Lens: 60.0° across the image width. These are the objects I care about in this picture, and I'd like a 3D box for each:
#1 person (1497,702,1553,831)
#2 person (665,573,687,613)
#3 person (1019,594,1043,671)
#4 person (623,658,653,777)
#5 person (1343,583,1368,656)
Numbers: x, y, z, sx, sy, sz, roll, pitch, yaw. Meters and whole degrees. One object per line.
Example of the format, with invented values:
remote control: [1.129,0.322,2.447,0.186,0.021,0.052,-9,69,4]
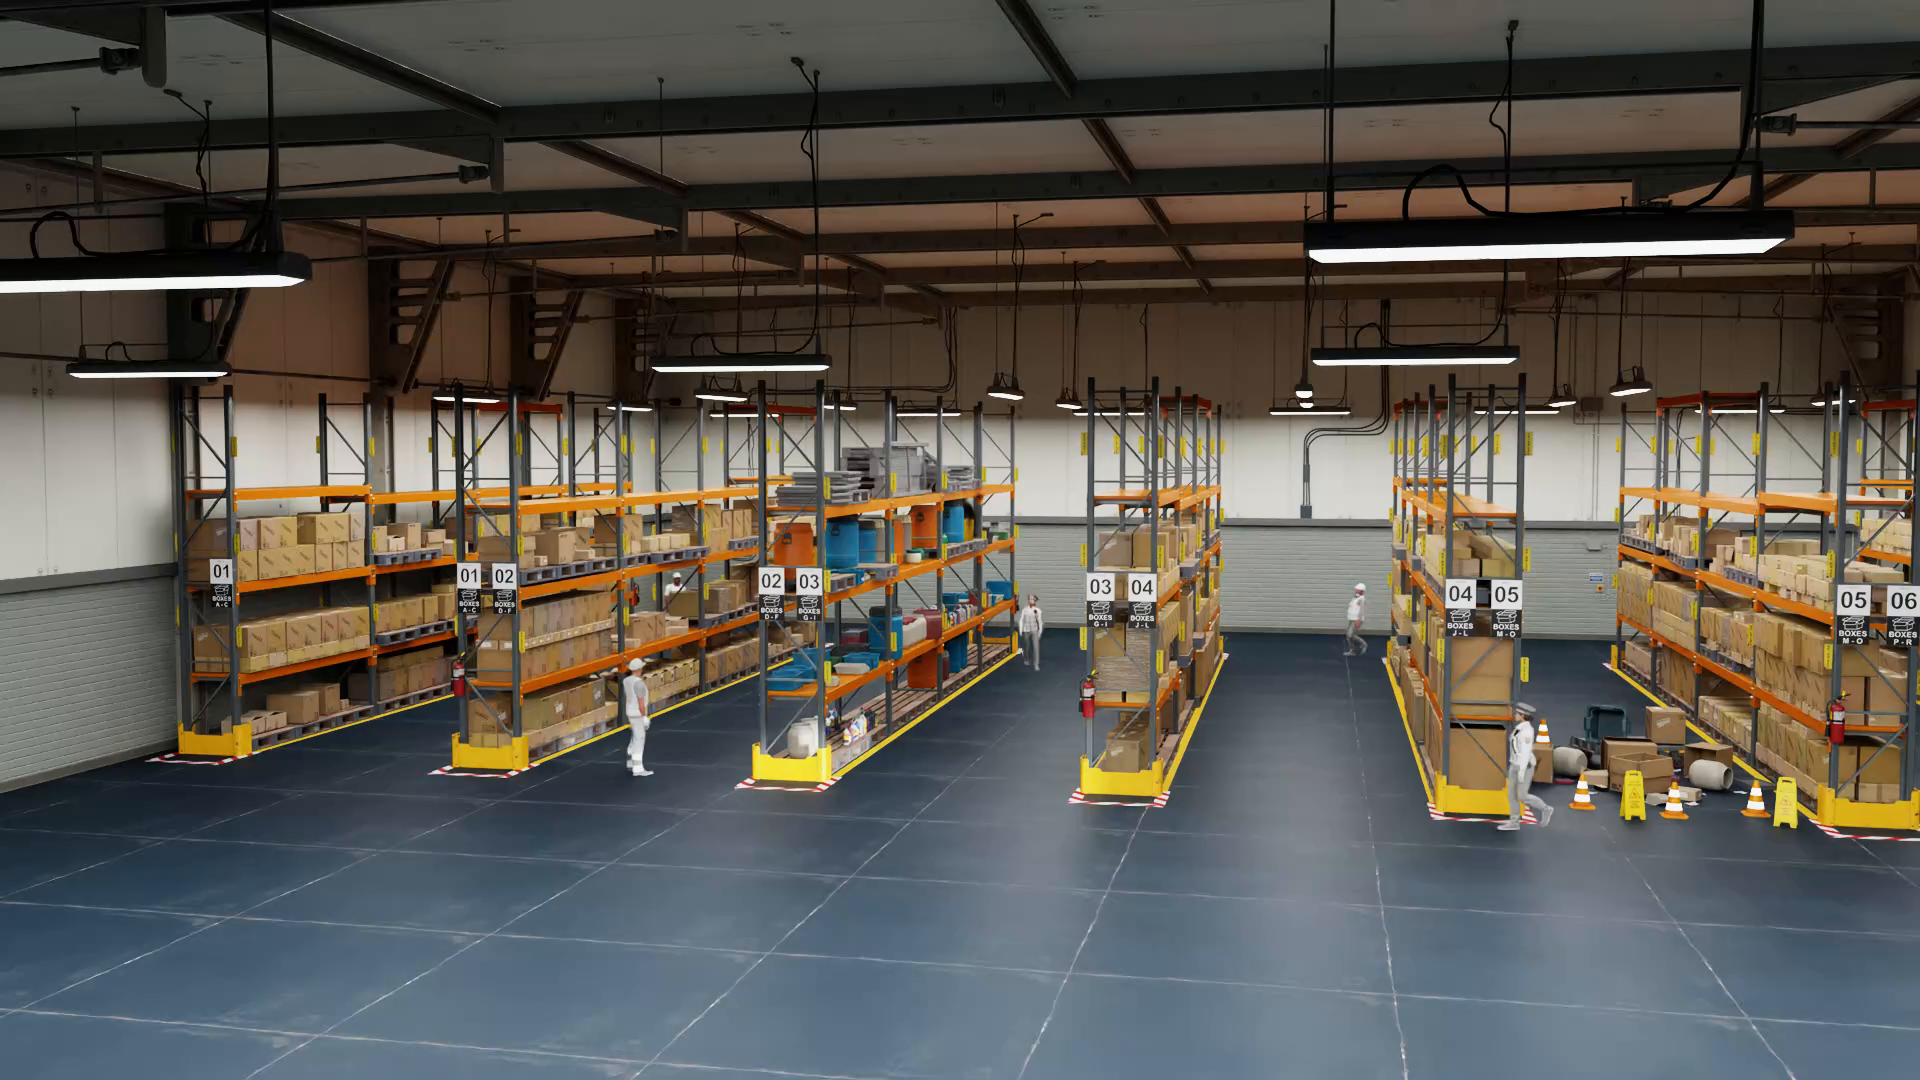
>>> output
person: [7.327,2.949,21.569,0.619,1.668,0.449,-1,3,-10]
person: [-7.310,1.714,42.845,0.598,1.754,0.567,-1,3,-20]
person: [1.541,1.994,36.214,0.533,1.643,0.873,0,3,-4]
person: [-4.911,2.708,25.356,0.416,1.825,0.614,-1,3,-19]
person: [9.422,1.899,39.554,0.509,1.747,0.589,-1,3,-11]
